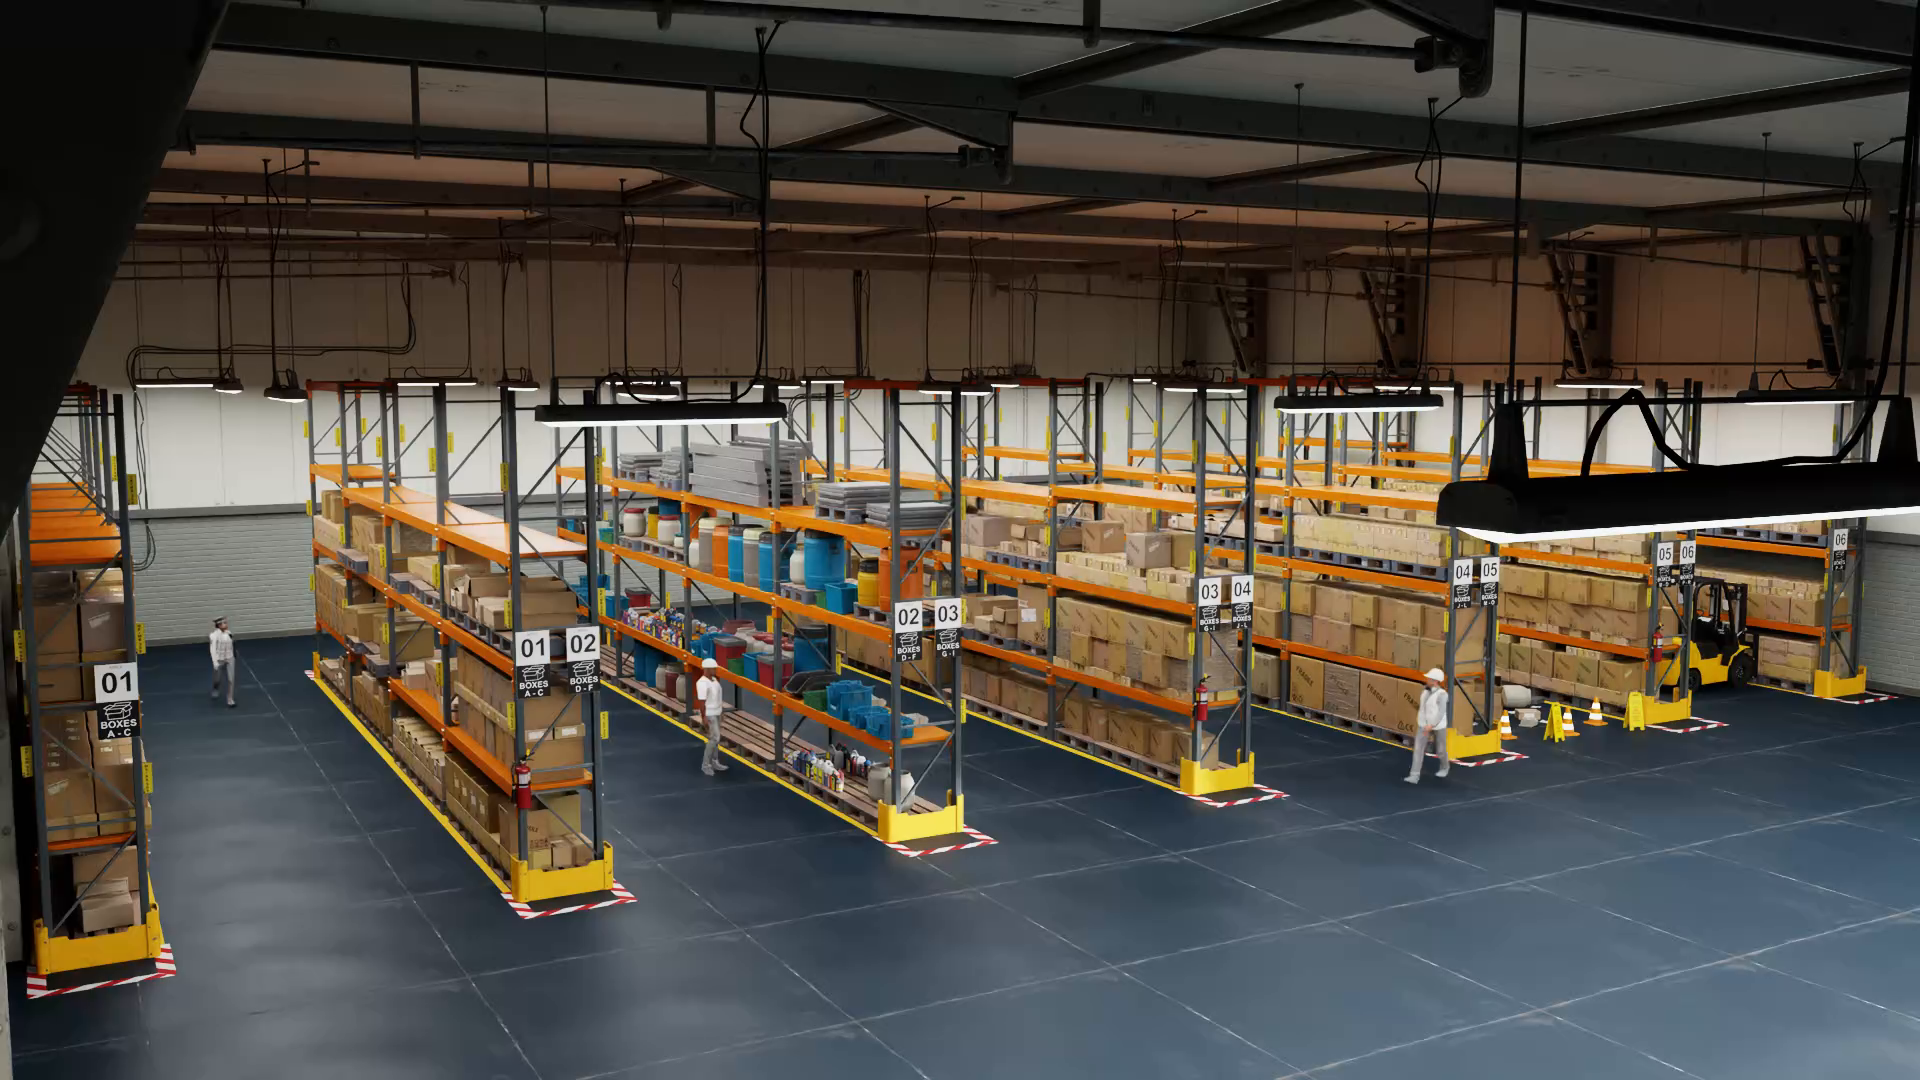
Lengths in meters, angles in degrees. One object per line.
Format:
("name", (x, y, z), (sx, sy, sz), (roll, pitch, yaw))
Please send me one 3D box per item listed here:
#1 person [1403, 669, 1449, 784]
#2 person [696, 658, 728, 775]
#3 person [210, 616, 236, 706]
("person", (7.099, 2.802, 25.065), (0.474, 1.726, 1.042), (4, 7, 36))
("person", (-3.838, 2.745, 25.838), (0.422, 1.819, 0.605), (1, 6, 10))
("person", (-13.696, 2.220, 30.892), (0.446, 1.641, 0.707), (-4, 7, -30))
